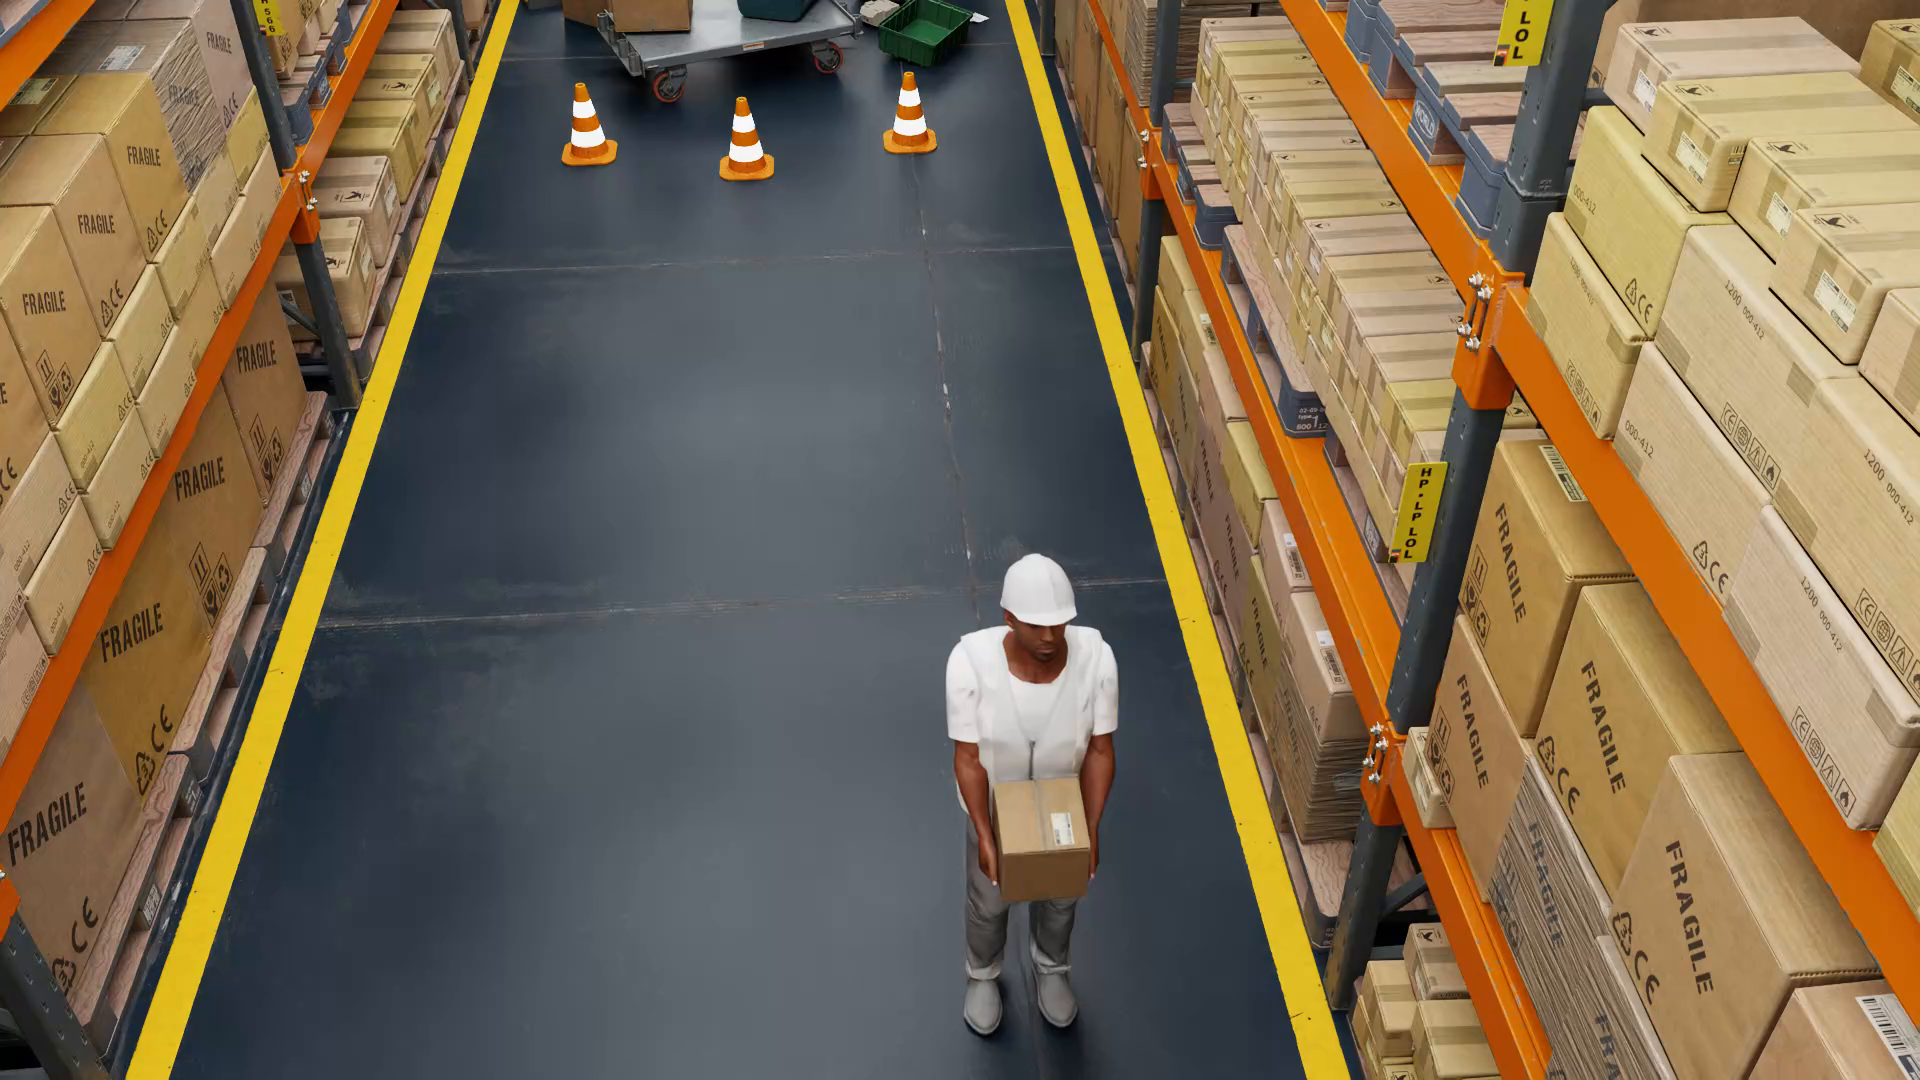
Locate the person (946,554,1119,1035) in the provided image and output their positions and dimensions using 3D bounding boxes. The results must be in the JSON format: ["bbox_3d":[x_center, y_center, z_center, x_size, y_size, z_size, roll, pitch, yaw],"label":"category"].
[{"bbox_3d":[0.224,0.855,5.075,0.513,1.769,0.573,-3,39,-4],"label":"person"}]
